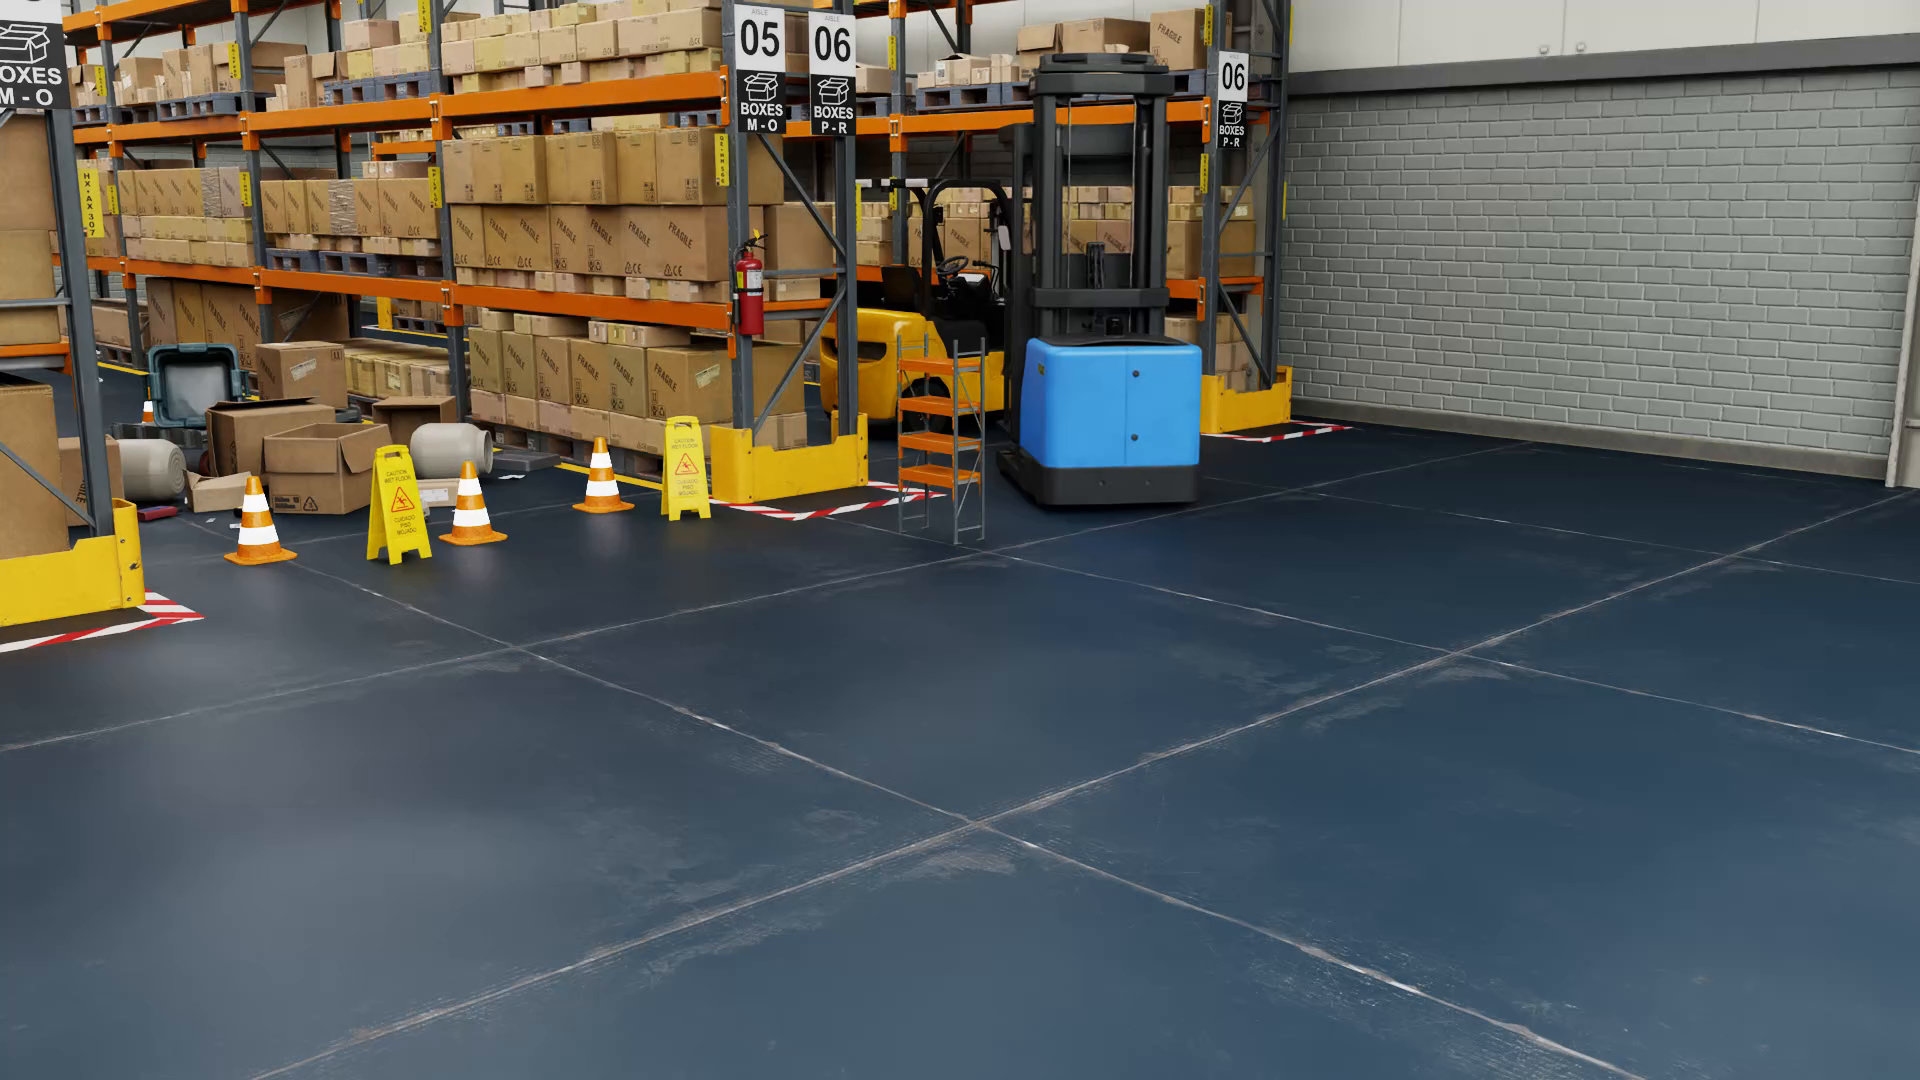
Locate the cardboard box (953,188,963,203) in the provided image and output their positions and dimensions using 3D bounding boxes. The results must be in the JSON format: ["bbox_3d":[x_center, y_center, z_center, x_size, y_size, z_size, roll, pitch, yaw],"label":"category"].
[{"bbox_3d":[0.144,-3.438,16.571,0.380,0.149,0.250,-11,16,-44],"label":"cardboard box"}]

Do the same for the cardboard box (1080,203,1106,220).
[{"bbox_3d":[1.316,-3.019,15.276,0.250,0.149,0.380,11,16,43],"label":"cardboard box"}]

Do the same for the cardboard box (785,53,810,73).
[{"bbox_3d":[-1.110,-3.238,11.386,0.380,0.149,0.250,-11,16,-42],"label":"cardboard box"}]

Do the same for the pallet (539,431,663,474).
[{"bbox_3d":[-2.542,-0.746,13.007,1.003,0.211,1.213,-11,16,-43],"label":"pallet"}]

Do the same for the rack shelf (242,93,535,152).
[{"bbox_3d":[-5.259,-3.791,15.229,1.077,0.370,4.000,-11,16,-43],"label":"rack shelf"}]

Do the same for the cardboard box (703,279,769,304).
[{"bbox_3d":[-1.528,-1.700,11.354,0.380,0.149,0.250,-10,15,-41],"label":"cardboard box"}]

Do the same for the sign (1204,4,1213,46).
[{"bbox_3d":[2.070,-4.281,13.827,0.100,0.325,0.005,-11,16,-43],"label":"sign"}]

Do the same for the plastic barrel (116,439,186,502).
[{"bbox_3d":[-5.495,-0.464,11.116,0.512,0.421,0.421,-1,12,-4],"label":"plastic barrel"}]

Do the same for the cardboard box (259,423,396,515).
[{"bbox_3d":[-4.159,-0.480,10.992,0.637,0.503,0.797,1,12,6],"label":"cardboard box"}]

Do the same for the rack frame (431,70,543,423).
[{"bbox_3d":[-3.878,-2.383,14.042,1.000,3.000,0.127,-11,16,-43],"label":"rack frame"}]

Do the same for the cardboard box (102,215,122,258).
[{"bbox_3d":[-9.907,-3.631,19.855,0.500,0.500,0.500,-11,16,-42],"label":"cardboard box"}]

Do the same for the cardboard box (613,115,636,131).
[{"bbox_3d":[-3.930,-5.169,20.503,0.500,0.250,0.500,-11,16,-42],"label":"cardboard box"}]

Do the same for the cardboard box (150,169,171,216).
[{"bbox_3d":[-8.590,-3.841,18.393,0.500,0.500,0.500,11,16,44],"label":"cardboard box"}]

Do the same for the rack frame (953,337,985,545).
[{"bbox_3d":[0.054,-0.576,9.735,0.240,1.200,0.015,-11,16,-43],"label":"rack frame"}]

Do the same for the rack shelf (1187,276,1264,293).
[{"bbox_3d":[1.091,-2.526,16.038,0.919,0.124,3.809,-11,16,-43],"label":"rack shelf"}]

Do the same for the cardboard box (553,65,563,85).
[{"bbox_3d":[-2.774,-3.423,12.283,0.380,0.149,0.250,-11,16,-42],"label":"cardboard box"}]

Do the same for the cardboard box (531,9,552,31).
[{"bbox_3d":[-2.957,-3.845,12.355,0.380,0.149,0.250,-11,16,-43],"label":"cardboard box"}]

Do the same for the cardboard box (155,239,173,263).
[{"bbox_3d":[-8.589,-3.223,18.495,0.500,0.250,0.500,-11,16,-43],"label":"cardboard box"}]

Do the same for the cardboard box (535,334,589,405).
[{"bbox_3d":[-2.930,-1.333,12.861,0.500,0.500,0.500,-10,15,-40],"label":"cardboard box"}]

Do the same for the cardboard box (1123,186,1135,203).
[{"bbox_3d":[1.679,-3.092,14.895,0.380,0.149,0.250,-10,16,-41],"label":"cardboard box"}]

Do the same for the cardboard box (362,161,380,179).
[{"bbox_3d":[-5.051,-3.272,14.726,0.250,0.149,0.380,11,16,43],"label":"cardboard box"}]

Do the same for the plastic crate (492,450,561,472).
[{"bbox_3d":[-3.387,-0.609,12.670,0.583,0.080,0.402,6,13,26],"label":"plastic crate"}]

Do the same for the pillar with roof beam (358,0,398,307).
[{"bbox_3d":[-12.901,-7.684,24.905,9.100,9.000,0.400,-11,16,-43],"label":"pillar with roof beam"}]

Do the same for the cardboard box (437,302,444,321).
[{"bbox_3d":[-7.368,-3.484,24.541,0.500,0.500,0.500,-11,16,-42],"label":"cardboard box"}]

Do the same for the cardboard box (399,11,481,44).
[{"bbox_3d":[-4.370,-4.296,13.986,0.500,0.250,0.500,-10,16,-41],"label":"cardboard box"}]

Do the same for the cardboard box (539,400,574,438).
[{"bbox_3d":[-2.920,-0.964,12.932,0.500,0.250,0.500,-11,16,-43],"label":"cardboard box"}]

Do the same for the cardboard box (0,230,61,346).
[{"bbox_3d":[-4.915,-1.215,8.006,0.875,0.550,0.550,-11,16,-43],"label":"cardboard box"}]

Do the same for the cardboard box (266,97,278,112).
[{"bbox_3d":[-6.545,-4.243,16.260,0.380,0.149,0.250,-11,16,-43],"label":"cardboard box"}]

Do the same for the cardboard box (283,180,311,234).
[{"bbox_3d":[-6.132,-3.194,15.953,0.500,0.500,0.500,-10,15,-40],"label":"cardboard box"}]

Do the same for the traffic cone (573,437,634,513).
[{"bbox_3d":[-2.345,-0.439,10.897,0.336,0.463,0.334,-11,16,-43],"label":"traffic cone"}]

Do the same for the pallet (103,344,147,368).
[{"bbox_3d":[-9.871,-2.306,20.582,1.003,0.211,1.213,-11,16,-43],"label":"pallet"}]

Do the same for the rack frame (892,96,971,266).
[{"bbox_3d":[-0.290,-3.075,17.402,1.000,3.000,0.127,-11,16,-43],"label":"rack frame"}]

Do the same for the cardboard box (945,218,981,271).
[{"bbox_3d":[0.199,-2.949,16.543,0.500,0.500,0.500,-11,16,-42],"label":"cardboard box"}]

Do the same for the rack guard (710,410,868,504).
[{"bbox_3d":[-1.168,-0.586,11.515,1.175,0.500,0.348,-11,16,-43],"label":"rack guard"}]

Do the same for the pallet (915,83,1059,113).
[{"bbox_3d":[0.318,-4.380,16.522,1.003,0.211,1.213,-11,16,-43],"label":"pallet"}]

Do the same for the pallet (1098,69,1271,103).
[{"bbox_3d":[2.003,-4.024,14.793,1.003,0.211,1.213,-11,16,-43],"label":"pallet"}]

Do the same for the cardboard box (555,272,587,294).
[{"bbox_3d":[-2.821,-1.948,12.555,0.380,0.149,0.250,-11,16,-43],"label":"cardboard box"}]

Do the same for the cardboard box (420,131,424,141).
[{"bbox_3d":[-7.661,-5.903,24.321,0.380,0.149,0.250,-11,16,-43],"label":"cardboard box"}]

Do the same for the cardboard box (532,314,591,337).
[{"bbox_3d":[-3.078,-1.662,12.855,0.380,0.149,0.250,-10,15,-39],"label":"cardboard box"}]

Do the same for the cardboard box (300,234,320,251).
[{"bbox_3d":[-6.048,-2.840,15.846,0.380,0.149,0.250,-11,16,-42],"label":"cardboard box"}]

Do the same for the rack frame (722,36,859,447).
[{"bbox_3d":[-1.115,-1.799,11.209,1.000,3.000,0.127,-11,16,-43],"label":"rack frame"}]

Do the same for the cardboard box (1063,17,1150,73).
[{"bbox_3d":[1.355,-4.458,15.145,0.700,0.500,0.500,-11,16,-42],"label":"cardboard box"}]

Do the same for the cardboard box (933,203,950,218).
[{"bbox_3d":[-0.080,-3.321,16.740,0.380,0.149,0.250,-10,16,-41],"label":"cardboard box"}]

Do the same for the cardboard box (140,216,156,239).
[{"bbox_3d":[-8.922,-3.546,18.821,0.500,0.250,0.500,-11,16,-42],"label":"cardboard box"}]

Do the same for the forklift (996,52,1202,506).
[{"bbox_3d":[0.869,-1.901,11.873,1.130,2.935,3.031,-1,12,-7],"label":"forklift"}]

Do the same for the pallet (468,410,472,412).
[{"bbox_3d":[-4.416,-1.130,14.874,1.003,0.211,1.213,-11,16,-43],"label":"pallet"}]

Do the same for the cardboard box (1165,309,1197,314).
[{"bbox_3d":[1.929,-2.009,15.523,0.500,0.250,0.500,-11,16,-42],"label":"cardboard box"}]

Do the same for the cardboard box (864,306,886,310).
[{"bbox_3d":[-0.659,-2.192,17.961,0.875,0.625,0.625,-10,15,-40],"label":"cardboard box"}]

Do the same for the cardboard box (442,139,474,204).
[{"bbox_3d":[-3.731,-2.972,13.443,0.700,0.500,0.500,-11,16,-43],"label":"cardboard box"}]

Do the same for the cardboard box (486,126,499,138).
[{"bbox_3d":[-6.277,-5.600,22.846,0.380,0.149,0.250,-11,16,-43],"label":"cardboard box"}]

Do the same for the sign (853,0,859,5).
[{"bbox_3d":[-0.723,-3.772,11.185,0.100,0.325,0.005,-11,16,-43],"label":"sign"}]

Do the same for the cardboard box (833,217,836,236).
[{"bbox_3d":[-1.175,-3.356,17.901,0.500,0.250,0.500,11,16,44],"label":"cardboard box"}]

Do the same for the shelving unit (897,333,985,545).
[{"bbox_3d":[-0.114,-0.612,9.908,0.258,1.200,0.503,-11,16,-43],"label":"shelving unit"}]

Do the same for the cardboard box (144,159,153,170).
[{"bbox_3d":[-9.621,-4.524,20.102,0.380,0.149,0.250,-11,16,-42],"label":"cardboard box"}]

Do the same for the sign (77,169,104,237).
[{"bbox_3d":[-4.220,-1.633,8.065,0.100,0.325,0.005,-11,16,-43],"label":"sign"}]

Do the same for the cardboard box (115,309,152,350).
[{"bbox_3d":[-9.758,-2.607,20.443,0.875,0.438,0.875,-11,16,-43],"label":"cardboard box"}]

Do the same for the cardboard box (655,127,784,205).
[{"bbox_3d":[-1.626,-2.527,11.282,0.500,0.500,0.700,11,16,44],"label":"cardboard box"}]

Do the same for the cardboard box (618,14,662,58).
[{"bbox_3d":[-2.000,-3.453,11.438,0.500,0.250,0.500,-11,16,-43],"label":"cardboard box"}]
